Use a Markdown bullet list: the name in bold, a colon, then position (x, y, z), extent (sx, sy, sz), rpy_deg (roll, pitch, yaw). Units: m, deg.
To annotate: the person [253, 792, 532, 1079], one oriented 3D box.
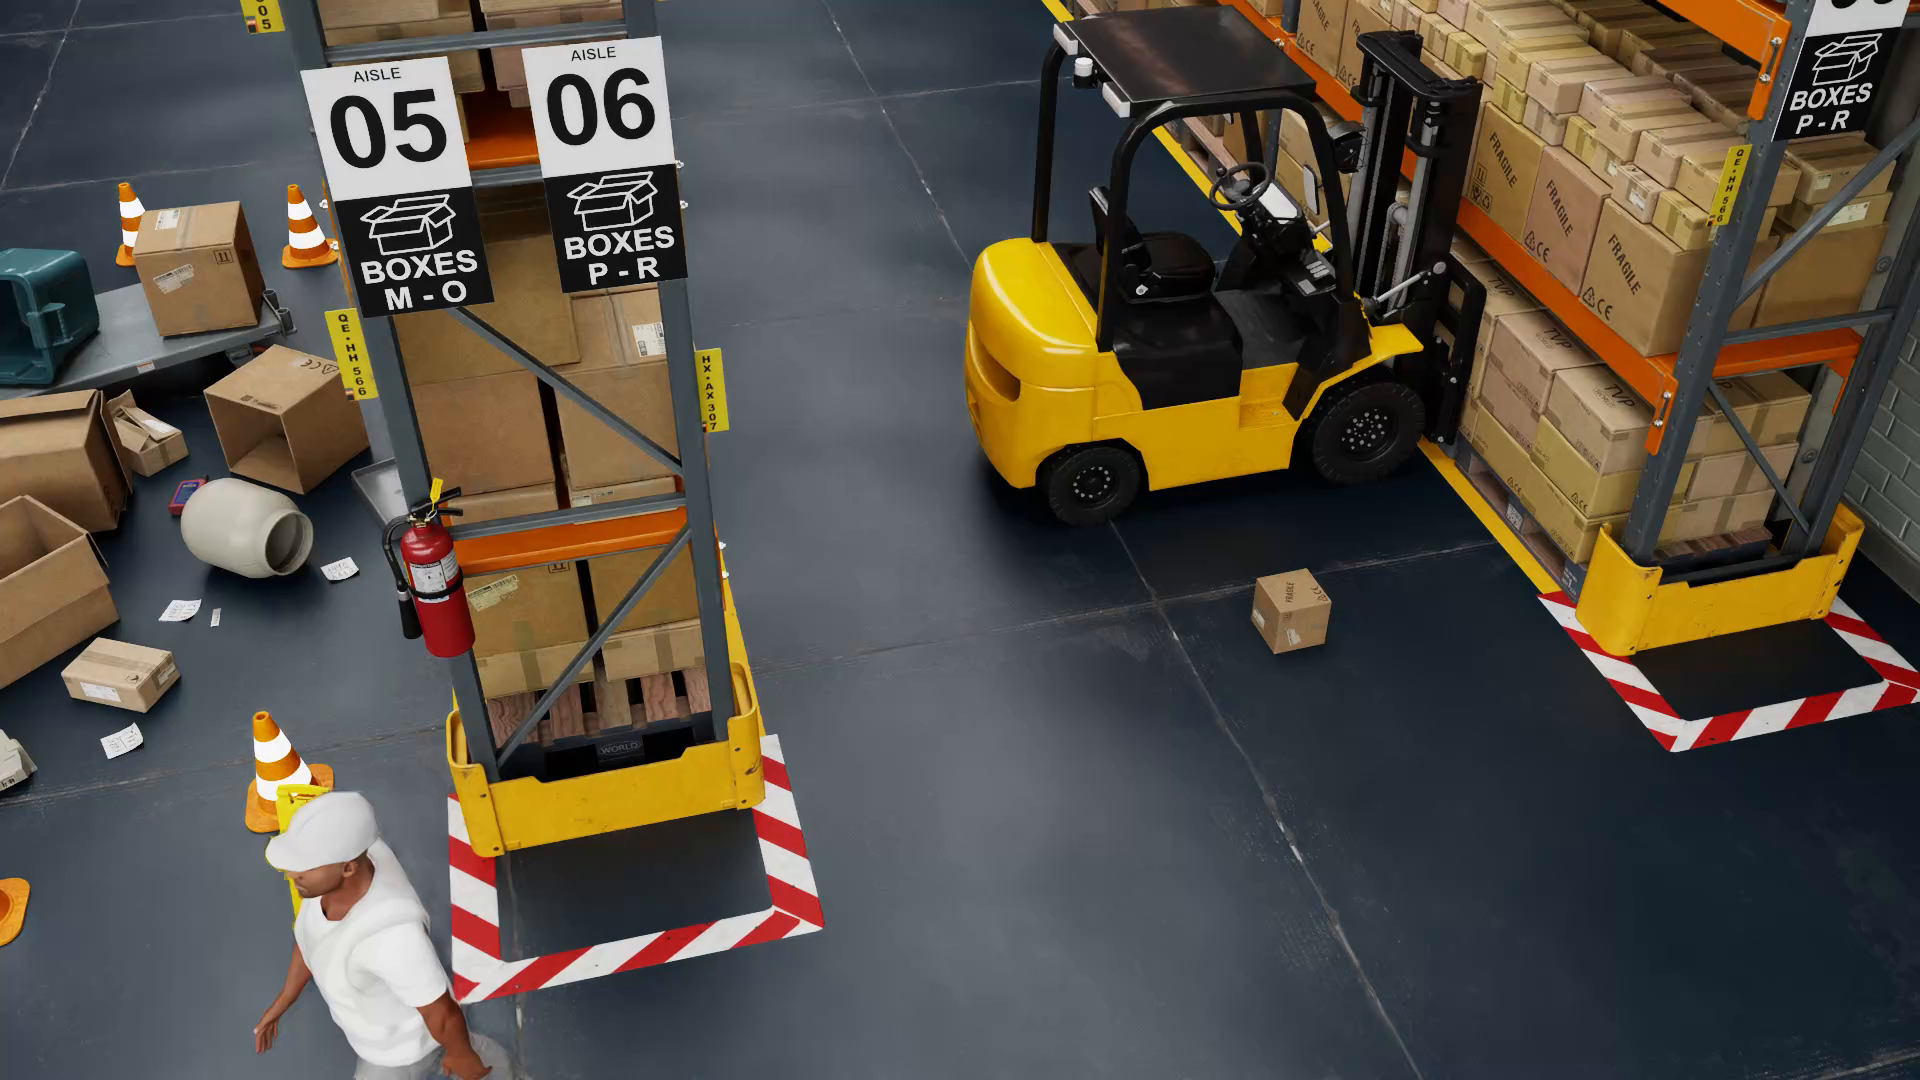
- **person**: position (-1.732, 1.417, 4.866), extent (0.904, 1.749, 0.570), rpy_deg (-20, 42, -24)
